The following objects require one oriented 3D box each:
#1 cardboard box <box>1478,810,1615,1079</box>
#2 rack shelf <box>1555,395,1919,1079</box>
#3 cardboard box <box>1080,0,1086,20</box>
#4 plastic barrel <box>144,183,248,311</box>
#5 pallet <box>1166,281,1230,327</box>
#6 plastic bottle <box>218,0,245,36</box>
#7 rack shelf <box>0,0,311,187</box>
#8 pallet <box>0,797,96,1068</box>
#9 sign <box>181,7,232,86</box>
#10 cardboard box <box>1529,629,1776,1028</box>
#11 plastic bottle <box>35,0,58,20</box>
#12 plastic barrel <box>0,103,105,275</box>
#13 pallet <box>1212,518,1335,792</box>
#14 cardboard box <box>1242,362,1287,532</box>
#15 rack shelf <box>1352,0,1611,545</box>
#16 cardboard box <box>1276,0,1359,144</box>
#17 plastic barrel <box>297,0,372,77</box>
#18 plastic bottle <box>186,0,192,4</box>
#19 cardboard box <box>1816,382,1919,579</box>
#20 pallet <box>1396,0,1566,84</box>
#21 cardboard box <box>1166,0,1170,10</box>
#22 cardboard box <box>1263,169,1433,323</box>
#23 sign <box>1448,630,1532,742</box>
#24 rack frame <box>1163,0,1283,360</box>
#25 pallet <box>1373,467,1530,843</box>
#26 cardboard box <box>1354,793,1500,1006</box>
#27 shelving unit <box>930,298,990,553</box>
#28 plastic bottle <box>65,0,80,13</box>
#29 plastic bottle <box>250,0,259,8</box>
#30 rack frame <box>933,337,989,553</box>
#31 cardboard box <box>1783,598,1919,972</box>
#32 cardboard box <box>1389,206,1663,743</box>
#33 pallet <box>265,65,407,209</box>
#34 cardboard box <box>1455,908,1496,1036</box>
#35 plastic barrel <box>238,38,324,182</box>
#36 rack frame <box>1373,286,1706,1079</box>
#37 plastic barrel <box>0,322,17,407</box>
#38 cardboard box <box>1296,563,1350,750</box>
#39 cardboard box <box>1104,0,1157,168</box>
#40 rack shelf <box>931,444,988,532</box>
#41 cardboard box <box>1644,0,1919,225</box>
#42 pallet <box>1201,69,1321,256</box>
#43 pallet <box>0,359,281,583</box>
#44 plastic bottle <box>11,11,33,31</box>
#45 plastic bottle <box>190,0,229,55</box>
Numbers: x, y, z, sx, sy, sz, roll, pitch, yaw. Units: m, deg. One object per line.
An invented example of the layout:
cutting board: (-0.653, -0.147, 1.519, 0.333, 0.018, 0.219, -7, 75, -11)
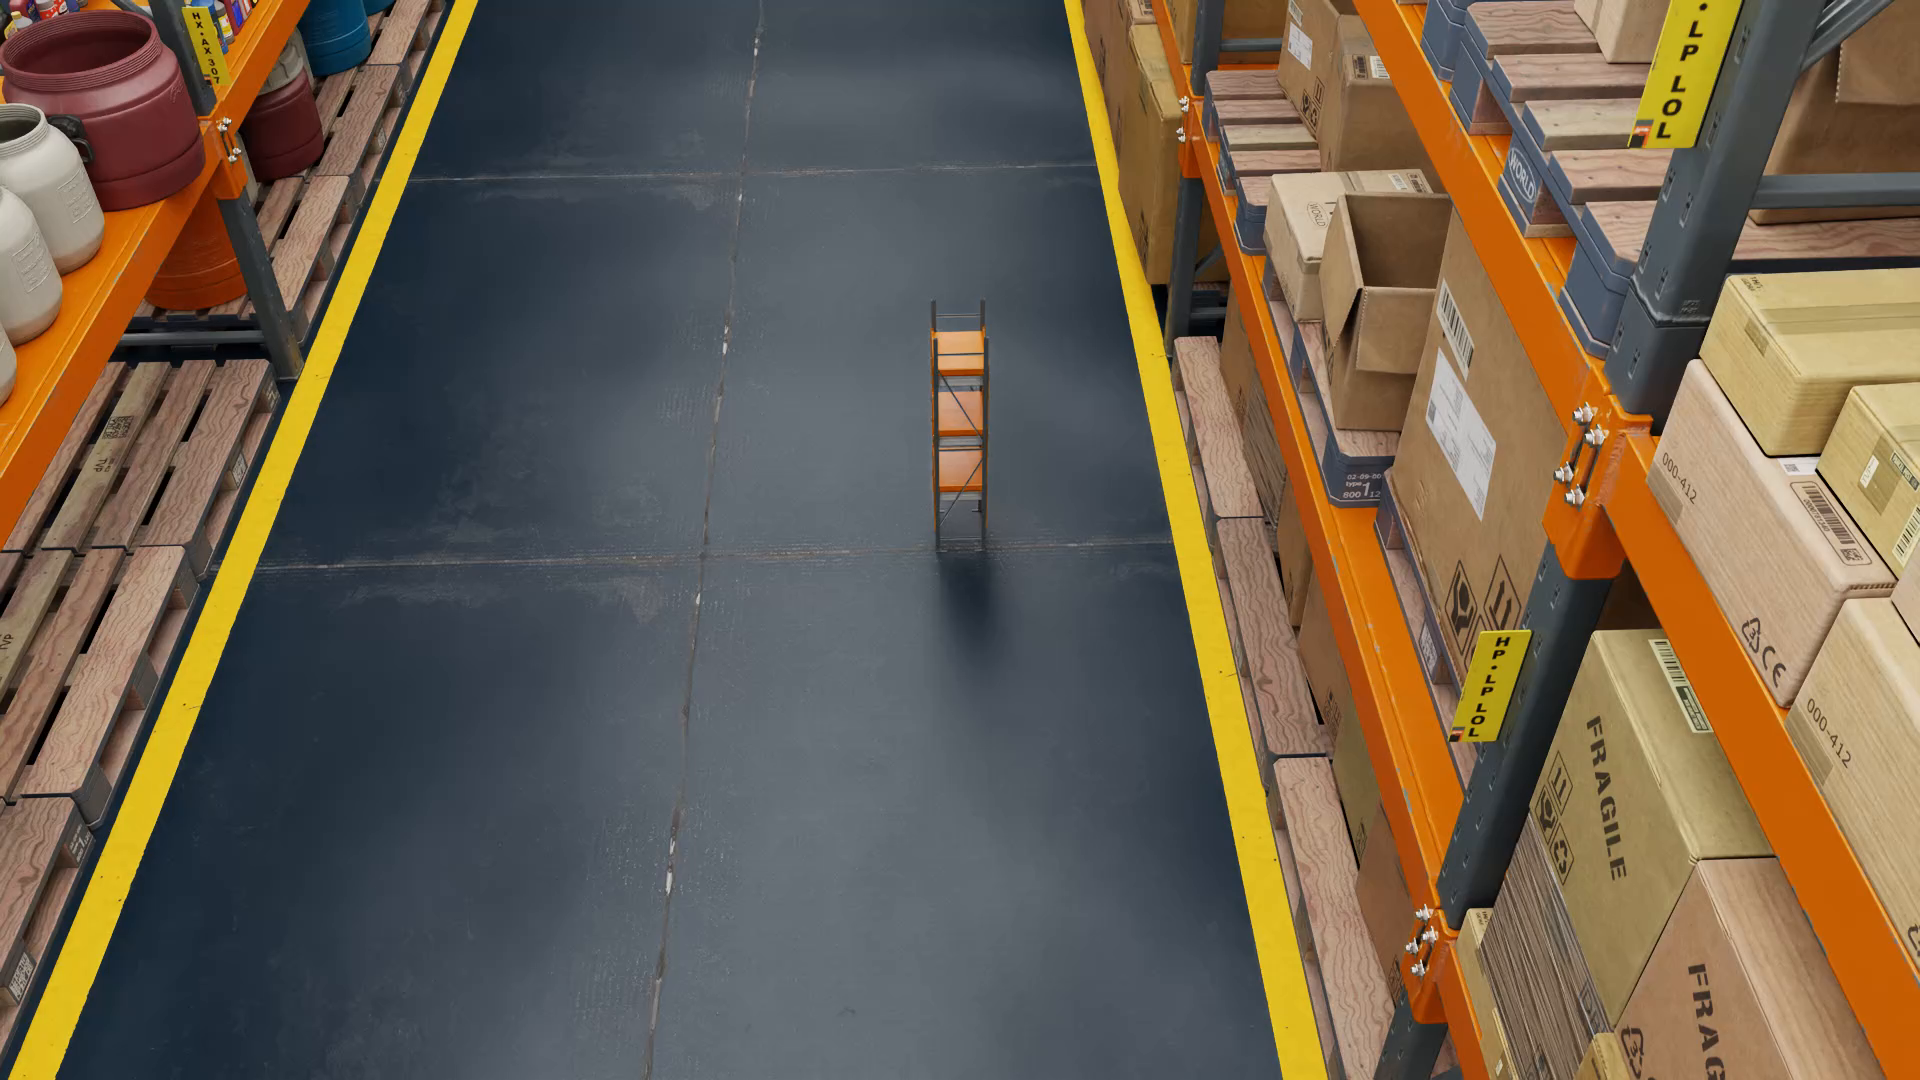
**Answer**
cardboard box: (1.576, 0.865, 3.292, 0.875, 0.500, 0.500, -2, 43, -2)
rack shelf: (1.703, 1.216, 1.516, 1.077, 0.370, 4.000, -2, 43, -2)
cardboard box: (1.326, -3.634, 9.757, 1.225, 0.875, 0.875, -2, 43, -2)
plastic barrel: (-3.538, -1.536, 7.502, 0.600, 0.830, 0.708, -2, 43, -2)
pallet: (1.490, -1.500, 8.231, 1.003, 0.211, 1.213, -2, 43, -2)
plastic bottle: (-3.164, -2.333, 7.162, 0.061, 0.283, 0.133, -2, 43, -2)
rack shelf: (-3.585, -2.937, 8.267, 1.077, 0.370, 4.000, -2, 43, -2)
pallet: (-3.402, 1.347, 5.124, 1.003, 0.211, 1.213, -2, 43, -2)
sign: (-2.951, -1.933, 6.518, 0.100, 0.325, 0.005, -2, 43, -2)
cardboard box: (1.383, 0.502, 2.948, 0.500, 0.500, 0.500, -2, 43, -2)
plastic bottle: (-3.940, -2.274, 7.158, 0.097, 0.201, 0.097, 0, 43, 0)
plastic barrel: (-3.243, -1.205, 5.762, 0.421, 0.512, 0.421, 0, 43, 0)
pallet: (1.529, 0.383, 6.176, 1.003, 0.211, 1.213, -2, 43, -2)
cardboard box: (1.533, -0.409, 6.500, 0.700, 0.500, 0.500, -5, 43, -5)
rack shelf: (1.533, -1.484, 4.462, 1.077, 0.370, 4.000, -2, 43, -2)
cardboard box: (1.511, -1.822, 6.133, 0.500, 0.500, 0.500, -6, 43, -7)
plastic barrel: (-3.634, -3.088, 9.141, 0.600, 0.901, 0.708, -2, 43, -2)
plastic bottle: (-3.339, -2.376, 7.270, 0.097, 0.201, 0.097, 0, 43, 0)
cardboard box: (1.404, -0.085, 2.219, 0.380, 0.149, 0.250, -4, 43, -4)
pallet: (1.651, -1.450, 4.031, 1.213, 0.211, 1.003, -2, 43, -2)
cardboard box: (1.165, -2.694, 7.395, 0.500, 0.500, 0.500, -2, 43, -2)
cardboard box: (1.290, -0.955, 5.373, 0.500, 0.250, 0.500, -3, 43, -3)
sign: (1.064, 0.298, 3.348, 0.100, 0.325, 0.005, -2, 43, -2)
rack frame: (1.448, -1.994, 6.705, 1.000, 3.000, 0.127, -2, 43, -2)
pallet: (1.731, 0.257, 4.392, 1.003, 0.211, 1.213, -2, 43, -2)
cardboard box: (1.614, 1.051, 4.908, 0.700, 0.500, 0.500, -5, 43, -5)
shelving unit: (-0.002, -0.423, 6.435, 0.215, 1.050, 0.252, -2, 43, -2)
plastic bottle: (-3.948, -2.431, 7.277, 0.097, 0.271, 0.097, 0, 43, 0)
plastic bottle: (-3.175, -2.514, 7.360, 0.061, 0.283, 0.133, -2, 43, -2)
rack frame: (0.003, -0.341, 6.345, 0.200, 1.050, 0.008, -2, 43, -2)
cardboard box: (1.409, 0.324, 2.068, 0.500, 0.250, 0.500, -2, 43, -2)
cardboard box: (1.724, -0.210, 4.004, 1.000, 1.000, 1.000, -1, 43, -2)
pallet: (-3.624, -2.177, 8.968, 1.003, 0.211, 1.213, -2, 43, -2)
cardboard box: (1.327, 0.953, 3.677, 0.380, 0.149, 0.250, -2, 43, -2)
plastic barrel: (-3.586, -2.210, 8.415, 0.600, 0.588, 0.708, -2, 43, -2)
rack frame: (1.618, 0.706, 3.759, 1.000, 3.000, 0.127, -2, 43, -2)
plastic barrel: (-3.201, -0.641, 5.129, 0.433, 0.535, 0.433, 0, 43, 0)
cardboard box: (1.588, 0.350, 5.672, 0.700, 0.500, 0.500, -5, 43, -5)
cardboard box: (1.410, -2.434, 8.447, 1.225, 0.875, 0.875, -2, 43, -2)
rack shelf: (-0.002, -0.210, 6.630, 0.215, 0.259, 0.240, -2, 43, -2)
cardboard box: (1.697, -0.912, 2.918, 0.797, 0.503, 0.637, -4, 43, -4)
pallet: (1.585, -1.445, 6.249, 1.213, 0.211, 1.003, -2, 43, -2)
pallet: (-3.506, -0.300, 6.921, 1.003, 0.211, 1.213, -2, 43, -2)
plastic bottle: (-3.930, -2.118, 6.988, 0.097, 0.201, 0.097, 0, 43, 0)
plastic bottle: (-3.173, -2.185, 7.009, 0.097, 0.271, 0.097, 0, 43, 0)
